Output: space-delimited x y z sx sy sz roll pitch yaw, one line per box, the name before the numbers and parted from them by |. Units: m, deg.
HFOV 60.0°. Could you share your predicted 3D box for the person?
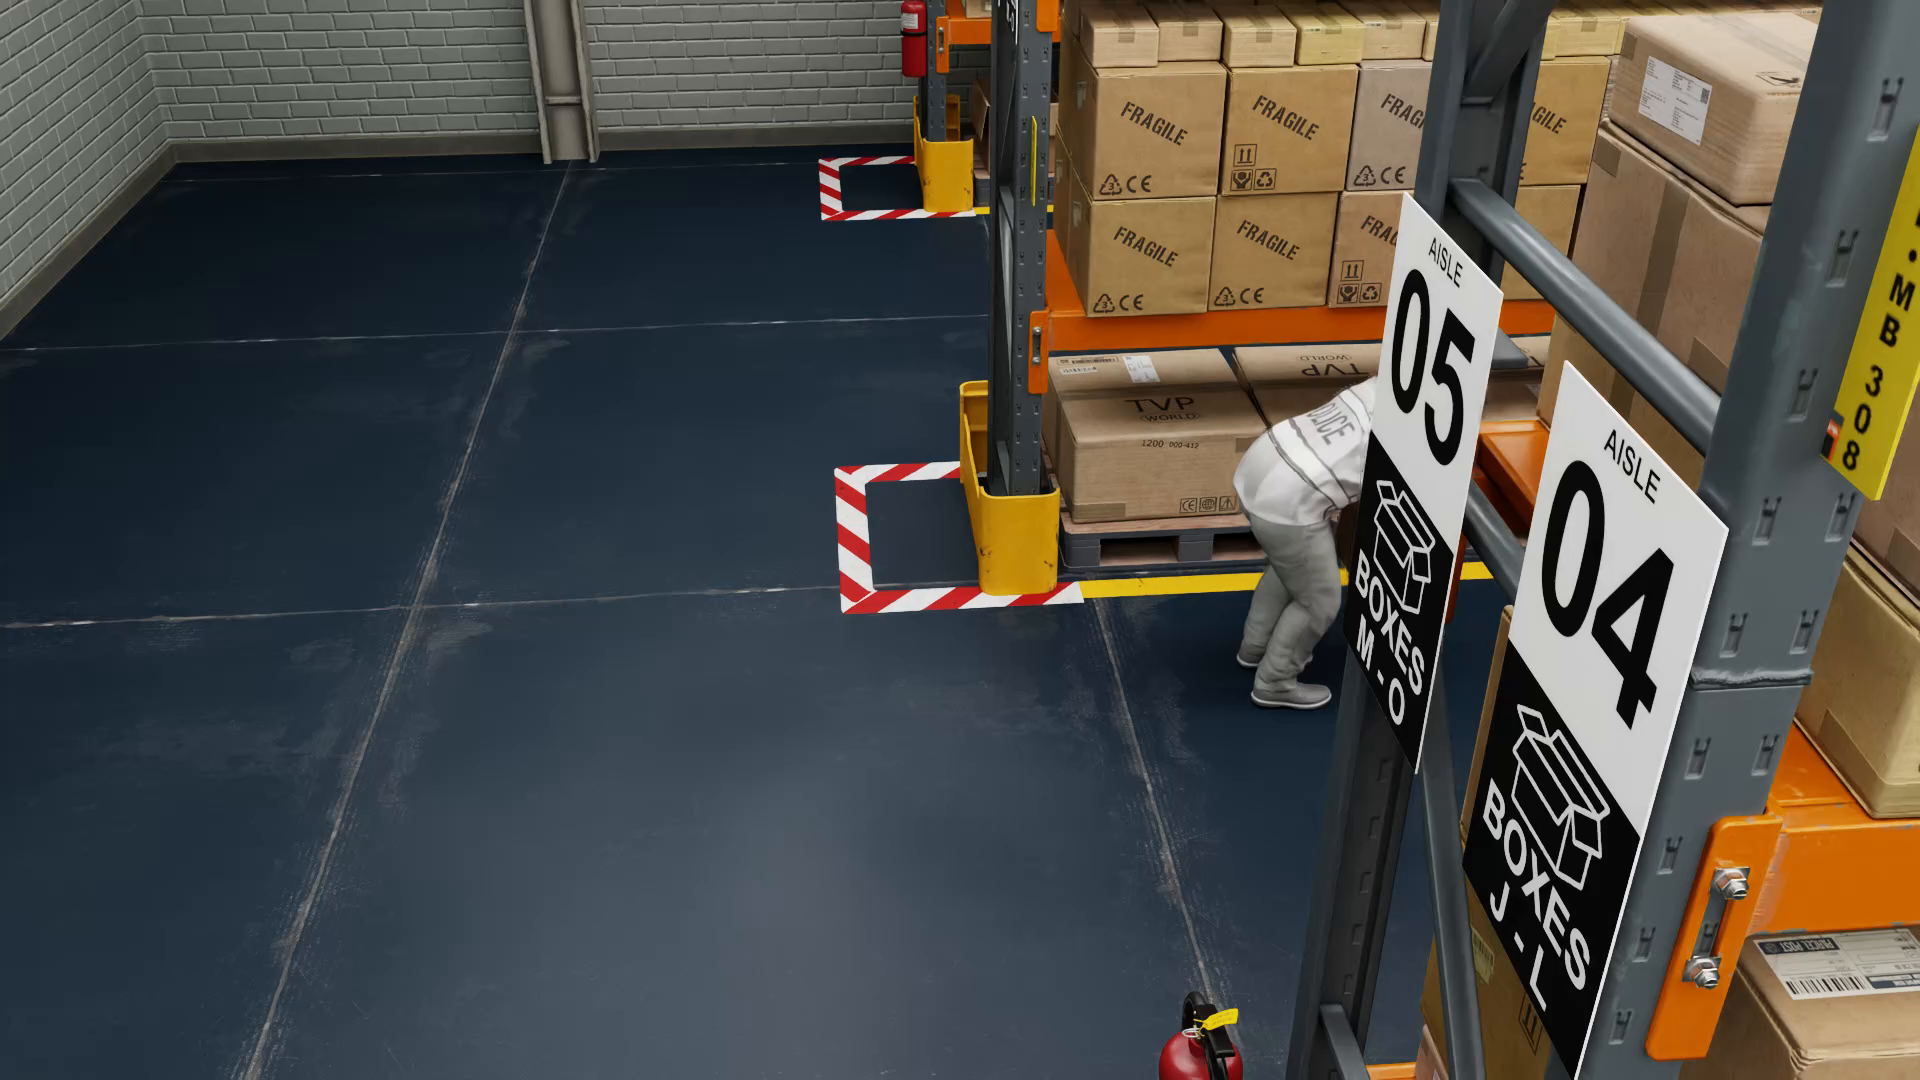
person | 1.522 -0.060 6.502 0.919 1.477 0.476 -4 31 -6
